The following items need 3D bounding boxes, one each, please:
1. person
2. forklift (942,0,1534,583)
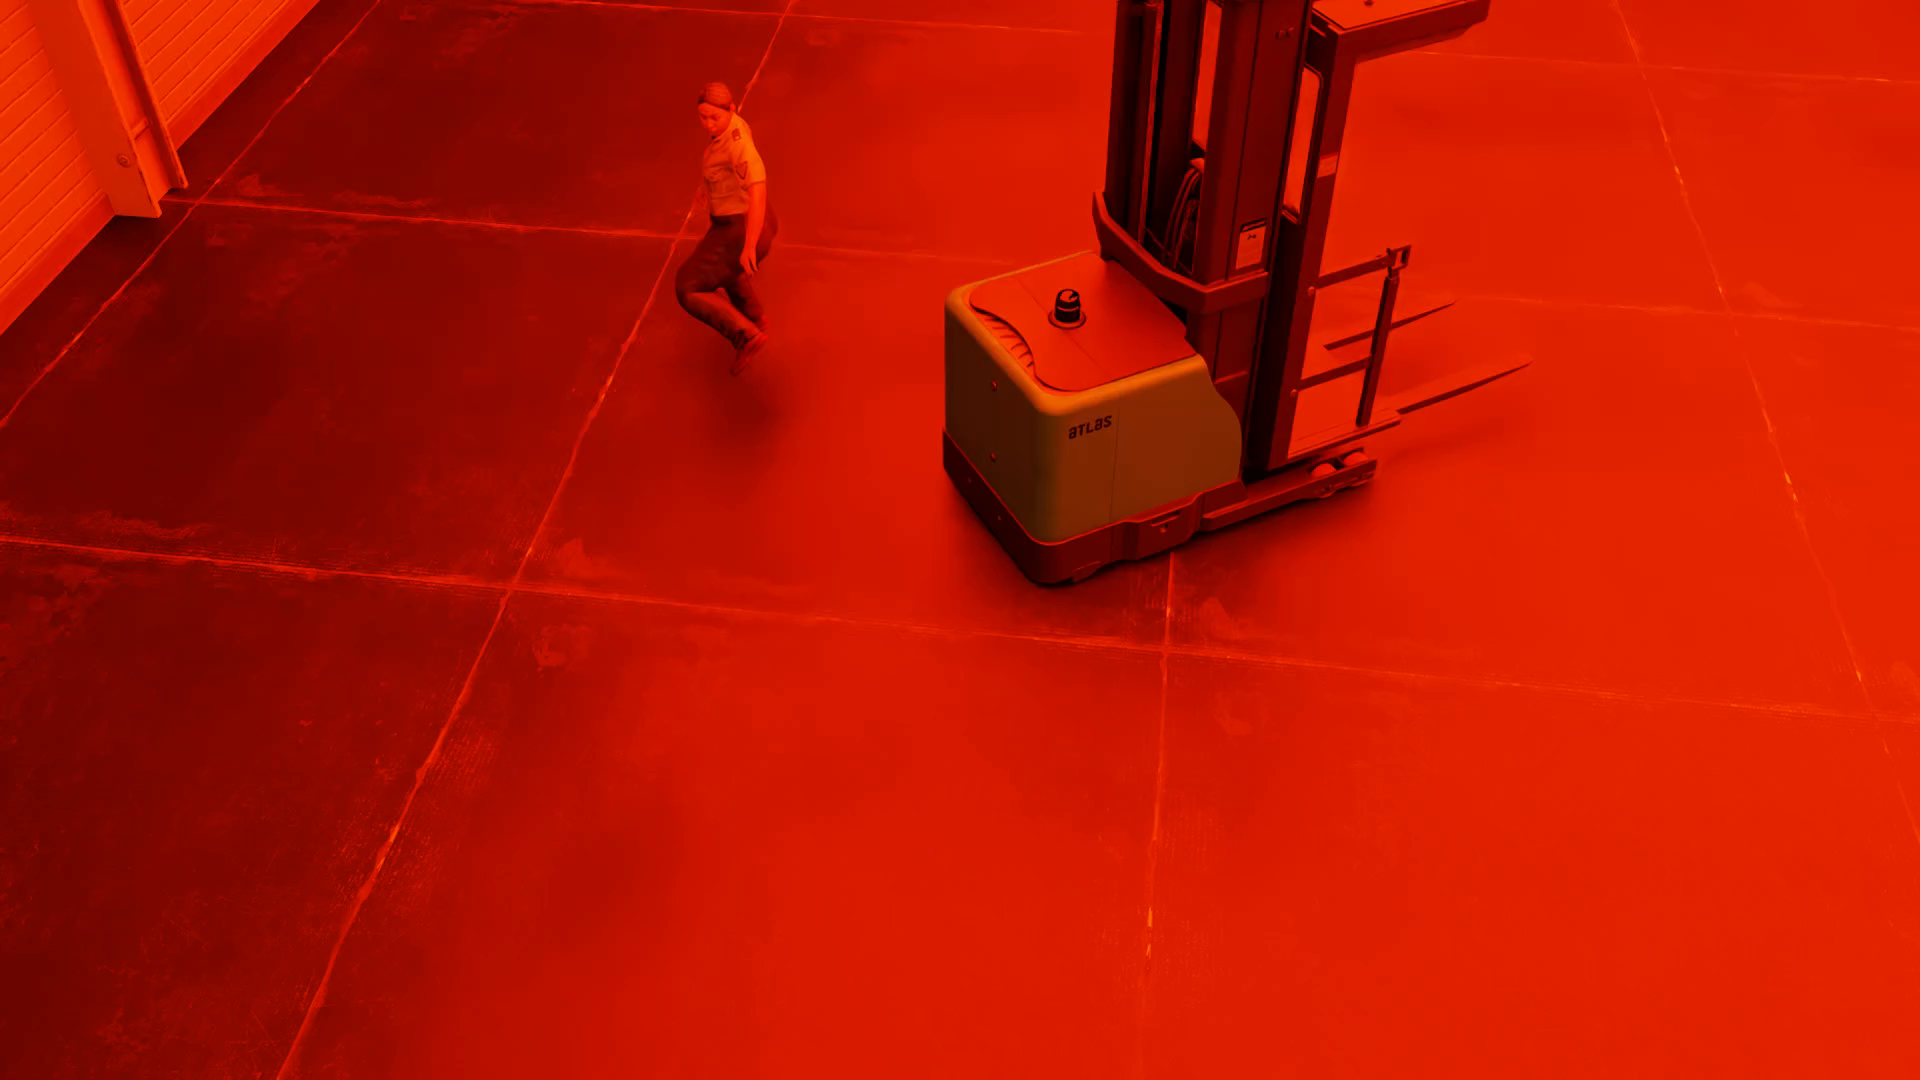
[{"bbox_3d":[-1.191,-1.601,8.534,0.522,1.536,0.807,3,43,3],"label":"person"},{"bbox_3d":[1.465,-1.584,7.449,3.031,2.935,1.130,-19,46,-20],"label":"forklift"}]
